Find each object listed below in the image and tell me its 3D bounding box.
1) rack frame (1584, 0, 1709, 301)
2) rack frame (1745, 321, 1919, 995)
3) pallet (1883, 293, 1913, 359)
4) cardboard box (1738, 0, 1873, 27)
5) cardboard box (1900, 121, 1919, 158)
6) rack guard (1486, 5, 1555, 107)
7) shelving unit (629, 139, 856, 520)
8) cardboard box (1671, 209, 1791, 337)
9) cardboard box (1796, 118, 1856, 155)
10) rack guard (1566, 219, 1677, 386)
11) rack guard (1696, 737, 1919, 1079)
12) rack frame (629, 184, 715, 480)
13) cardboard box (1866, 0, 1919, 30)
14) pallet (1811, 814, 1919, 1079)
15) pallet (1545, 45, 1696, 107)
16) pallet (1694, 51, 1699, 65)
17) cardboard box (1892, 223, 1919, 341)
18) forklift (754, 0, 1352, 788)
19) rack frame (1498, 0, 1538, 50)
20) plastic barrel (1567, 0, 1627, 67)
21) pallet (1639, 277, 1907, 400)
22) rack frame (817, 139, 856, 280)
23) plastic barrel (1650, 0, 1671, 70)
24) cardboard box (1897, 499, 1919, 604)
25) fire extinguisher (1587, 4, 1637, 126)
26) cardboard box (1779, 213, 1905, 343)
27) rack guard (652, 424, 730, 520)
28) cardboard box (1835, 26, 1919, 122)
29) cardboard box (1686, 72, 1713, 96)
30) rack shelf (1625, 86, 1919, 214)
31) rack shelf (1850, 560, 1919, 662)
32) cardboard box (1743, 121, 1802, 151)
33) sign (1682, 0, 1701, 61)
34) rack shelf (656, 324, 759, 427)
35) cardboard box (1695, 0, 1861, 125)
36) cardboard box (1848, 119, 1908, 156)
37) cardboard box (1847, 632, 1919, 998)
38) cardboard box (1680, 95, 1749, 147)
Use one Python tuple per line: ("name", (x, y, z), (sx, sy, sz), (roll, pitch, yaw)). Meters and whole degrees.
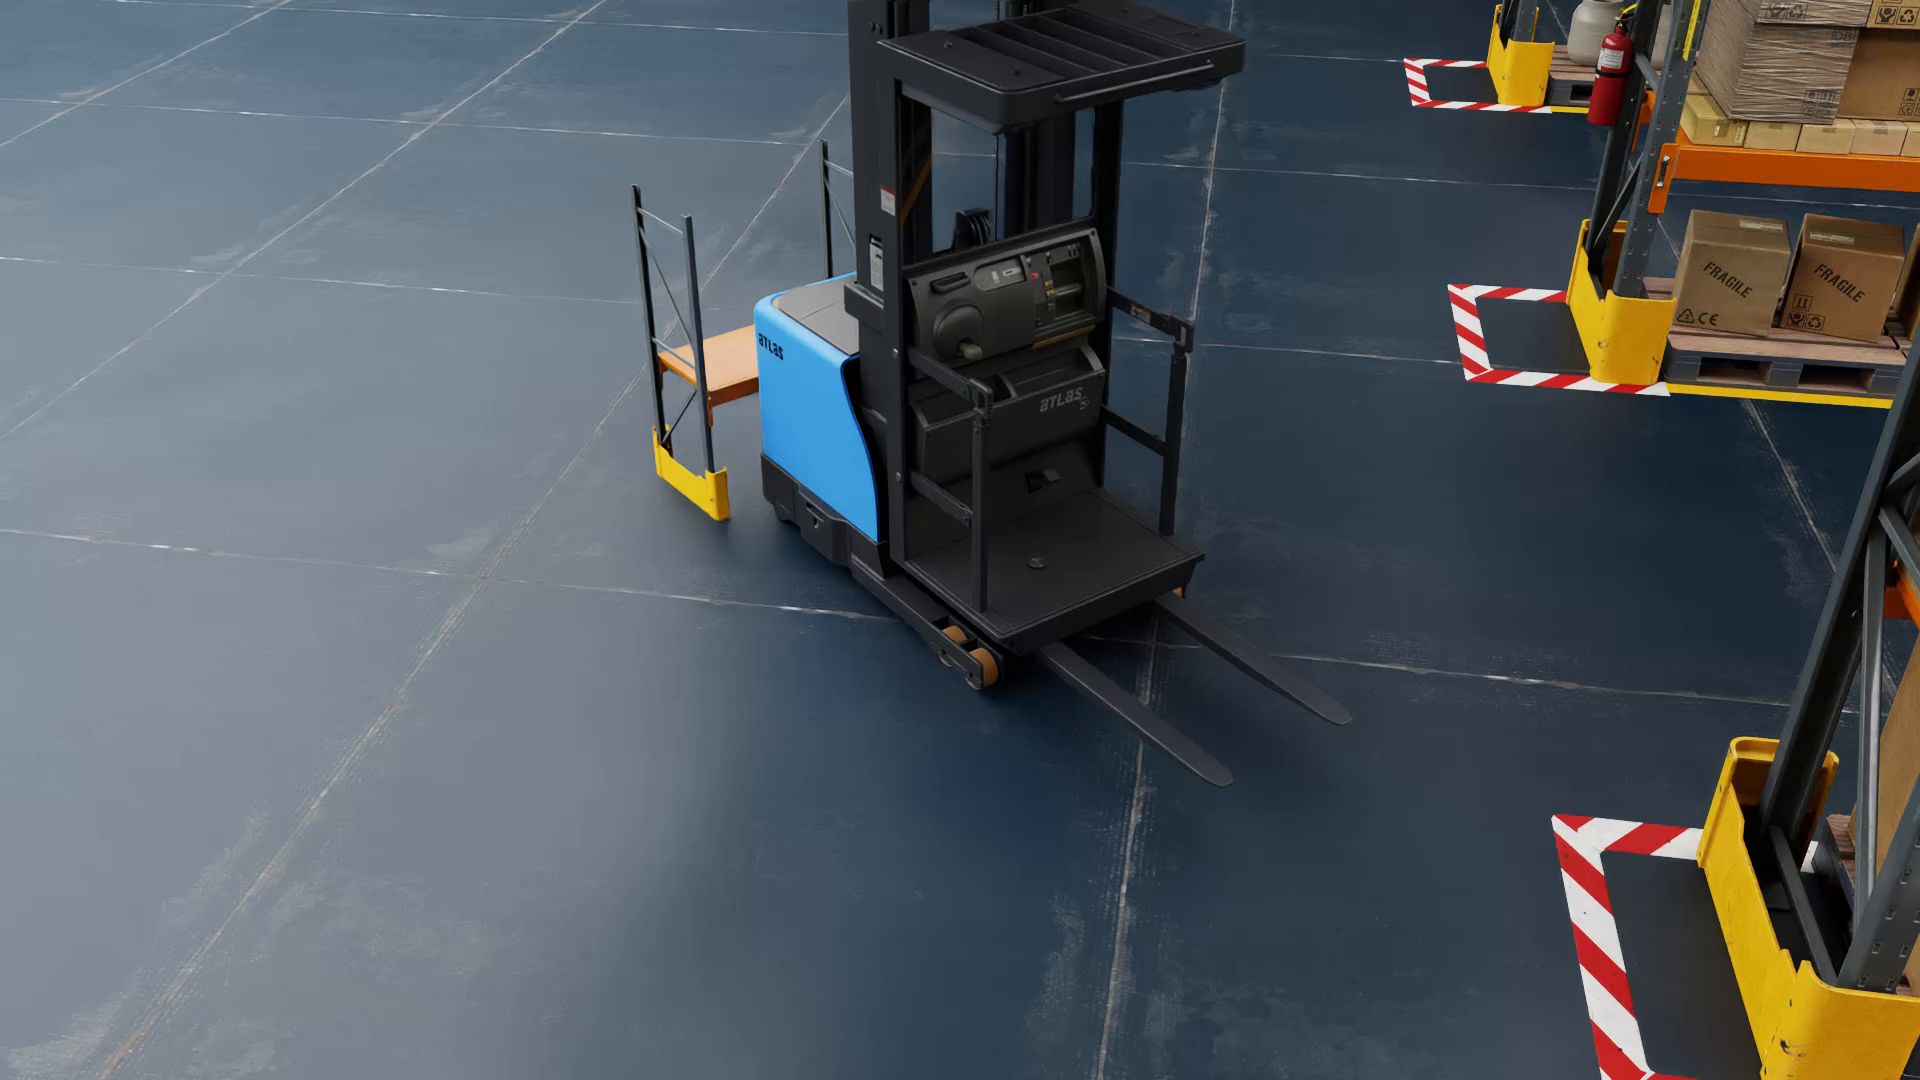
("rack frame", (3.672, -2.437, 8.816), (0.127, 3.000, 1.000), (5, 32, 8))
("rack frame", (2.738, 0.148, 4.686), (0.127, 3.000, 1.000), (5, 32, 8))
("pallet", (5.741, -1.047, 9.224), (1.213, 0.211, 1.003), (5, 32, 8))
("cardboard box", (4.168, -2.838, 8.139), (0.500, 0.500, 0.500), (5, 32, 8))
("cardboard box", (4.895, -2.080, 8.483), (0.250, 0.149, 0.380), (5, 32, 8))
("rack guard", (4.588, -3.986, 13.646), (0.348, 0.500, 1.175), (5, 32, 8))
("shelving unit", (-0.913, -1.027, 7.976), (1.083, 1.500, 0.587), (-23, 39, -32))
("cardboard box", (4.285, -1.491, 9.265), (0.500, 0.500, 0.500), (11, 34, 17))
("cardboard box", (4.400, -2.118, 8.543), (0.250, 0.149, 0.380), (5, 32, 8))
("rack guard", (3.747, -1.371, 9.469), (0.348, 0.500, 1.175), (5, 32, 8))
("rack guard", (2.714, 1.206, 5.353), (0.348, 0.500, 1.175), (5, 32, 8))
("rack frame", (-1.319, -0.857, 7.705), (0.032, 1.500, 0.500), (-23, 39, -32))
("cardboard box", (4.660, -2.789, 8.062), (0.500, 0.500, 0.500), (5, 32, 8))
("pallet", (3.539, 1.361, 5.377), (1.213, 0.211, 1.003), (5, 32, 8))
("pallet", (5.388, -3.788, 13.603), (1.213, 0.211, 1.003), (5, 32, 8))
("pallet", (6.587, -3.678, 13.427), (1.213, 0.211, 1.003), (5, 32, 8))
("cardboard box", (5.494, -1.390, 9.103), (0.500, 0.500, 0.500), (8, 33, 13))
("forklift", (0.324, -0.927, 6.469), (1.130, 2.935, 3.031), (-21, 38, -30))
("rack frame", (4.505, -5.027, 12.955), (0.127, 3.000, 1.000), (5, 32, 8))
("plastic barrel", (5.167, -4.132, 13.473), (0.421, 0.512, 0.421), (0, 32, 0))
("pallet", (4.542, -1.157, 9.400), (1.213, 0.211, 1.003), (5, 32, 8))
("rack frame", (-0.520, -1.190, 8.238), (0.032, 1.500, 0.500), (-23, 39, -32))
("plastic barrel", (5.661, -4.087, 13.402), (0.421, 0.512, 0.421), (0, 32, 0))
("cardboard box", (3.111, 0.094, 4.631), (0.550, 0.550, 0.875), (5, 32, 8))
("fire extinguisher", (3.637, -2.655, 9.238), (0.183, 0.674, 0.296), (5, 32, 8))
("cardboard box", (4.880, -1.455, 9.208), (0.500, 0.500, 0.500), (14, 35, 21))
("rack guard", (-1.304, -0.333, 8.047), (0.087, 0.250, 0.587), (-23, 39, -32))
("cardboard box", (4.723, -2.560, 8.638), (0.500, 0.500, 0.875), (5, 32, 8))
("cardboard box", (3.988, -2.413, 9.015), (0.250, 0.149, 0.380), (5, 32, 8))
("rack shelf", (5.644, -1.953, 8.722), (4.000, 0.370, 1.077), (5, 32, 8))
("rack shelf", (4.710, 0.632, 4.592), (4.000, 0.370, 1.077), (5, 32, 8))
("cardboard box", (4.156, -2.148, 8.591), (0.250, 0.149, 0.380), (5, 32, 8))
("sign", (3.581, -2.520, 8.133), (0.005, 0.325, 0.100), (5, 32, 8))
("rack shelf", (-0.920, -0.871, 8.067), (1.000, 0.185, 0.538), (-23, 39, -32))
("cardboard box", (4.210, -2.542, 8.609), (0.500, 0.500, 0.875), (5, 32, 8))
("cardboard box", (4.650, -2.106, 8.525), (0.250, 0.149, 0.380), (5, 32, 8))
("cardboard box", (3.418, 0.897, 5.097), (0.875, 0.875, 0.875), (5, 32, 8))
("cardboard box", (3.913, -2.180, 8.643), (0.250, 0.149, 0.380), (5, 32, 8))
